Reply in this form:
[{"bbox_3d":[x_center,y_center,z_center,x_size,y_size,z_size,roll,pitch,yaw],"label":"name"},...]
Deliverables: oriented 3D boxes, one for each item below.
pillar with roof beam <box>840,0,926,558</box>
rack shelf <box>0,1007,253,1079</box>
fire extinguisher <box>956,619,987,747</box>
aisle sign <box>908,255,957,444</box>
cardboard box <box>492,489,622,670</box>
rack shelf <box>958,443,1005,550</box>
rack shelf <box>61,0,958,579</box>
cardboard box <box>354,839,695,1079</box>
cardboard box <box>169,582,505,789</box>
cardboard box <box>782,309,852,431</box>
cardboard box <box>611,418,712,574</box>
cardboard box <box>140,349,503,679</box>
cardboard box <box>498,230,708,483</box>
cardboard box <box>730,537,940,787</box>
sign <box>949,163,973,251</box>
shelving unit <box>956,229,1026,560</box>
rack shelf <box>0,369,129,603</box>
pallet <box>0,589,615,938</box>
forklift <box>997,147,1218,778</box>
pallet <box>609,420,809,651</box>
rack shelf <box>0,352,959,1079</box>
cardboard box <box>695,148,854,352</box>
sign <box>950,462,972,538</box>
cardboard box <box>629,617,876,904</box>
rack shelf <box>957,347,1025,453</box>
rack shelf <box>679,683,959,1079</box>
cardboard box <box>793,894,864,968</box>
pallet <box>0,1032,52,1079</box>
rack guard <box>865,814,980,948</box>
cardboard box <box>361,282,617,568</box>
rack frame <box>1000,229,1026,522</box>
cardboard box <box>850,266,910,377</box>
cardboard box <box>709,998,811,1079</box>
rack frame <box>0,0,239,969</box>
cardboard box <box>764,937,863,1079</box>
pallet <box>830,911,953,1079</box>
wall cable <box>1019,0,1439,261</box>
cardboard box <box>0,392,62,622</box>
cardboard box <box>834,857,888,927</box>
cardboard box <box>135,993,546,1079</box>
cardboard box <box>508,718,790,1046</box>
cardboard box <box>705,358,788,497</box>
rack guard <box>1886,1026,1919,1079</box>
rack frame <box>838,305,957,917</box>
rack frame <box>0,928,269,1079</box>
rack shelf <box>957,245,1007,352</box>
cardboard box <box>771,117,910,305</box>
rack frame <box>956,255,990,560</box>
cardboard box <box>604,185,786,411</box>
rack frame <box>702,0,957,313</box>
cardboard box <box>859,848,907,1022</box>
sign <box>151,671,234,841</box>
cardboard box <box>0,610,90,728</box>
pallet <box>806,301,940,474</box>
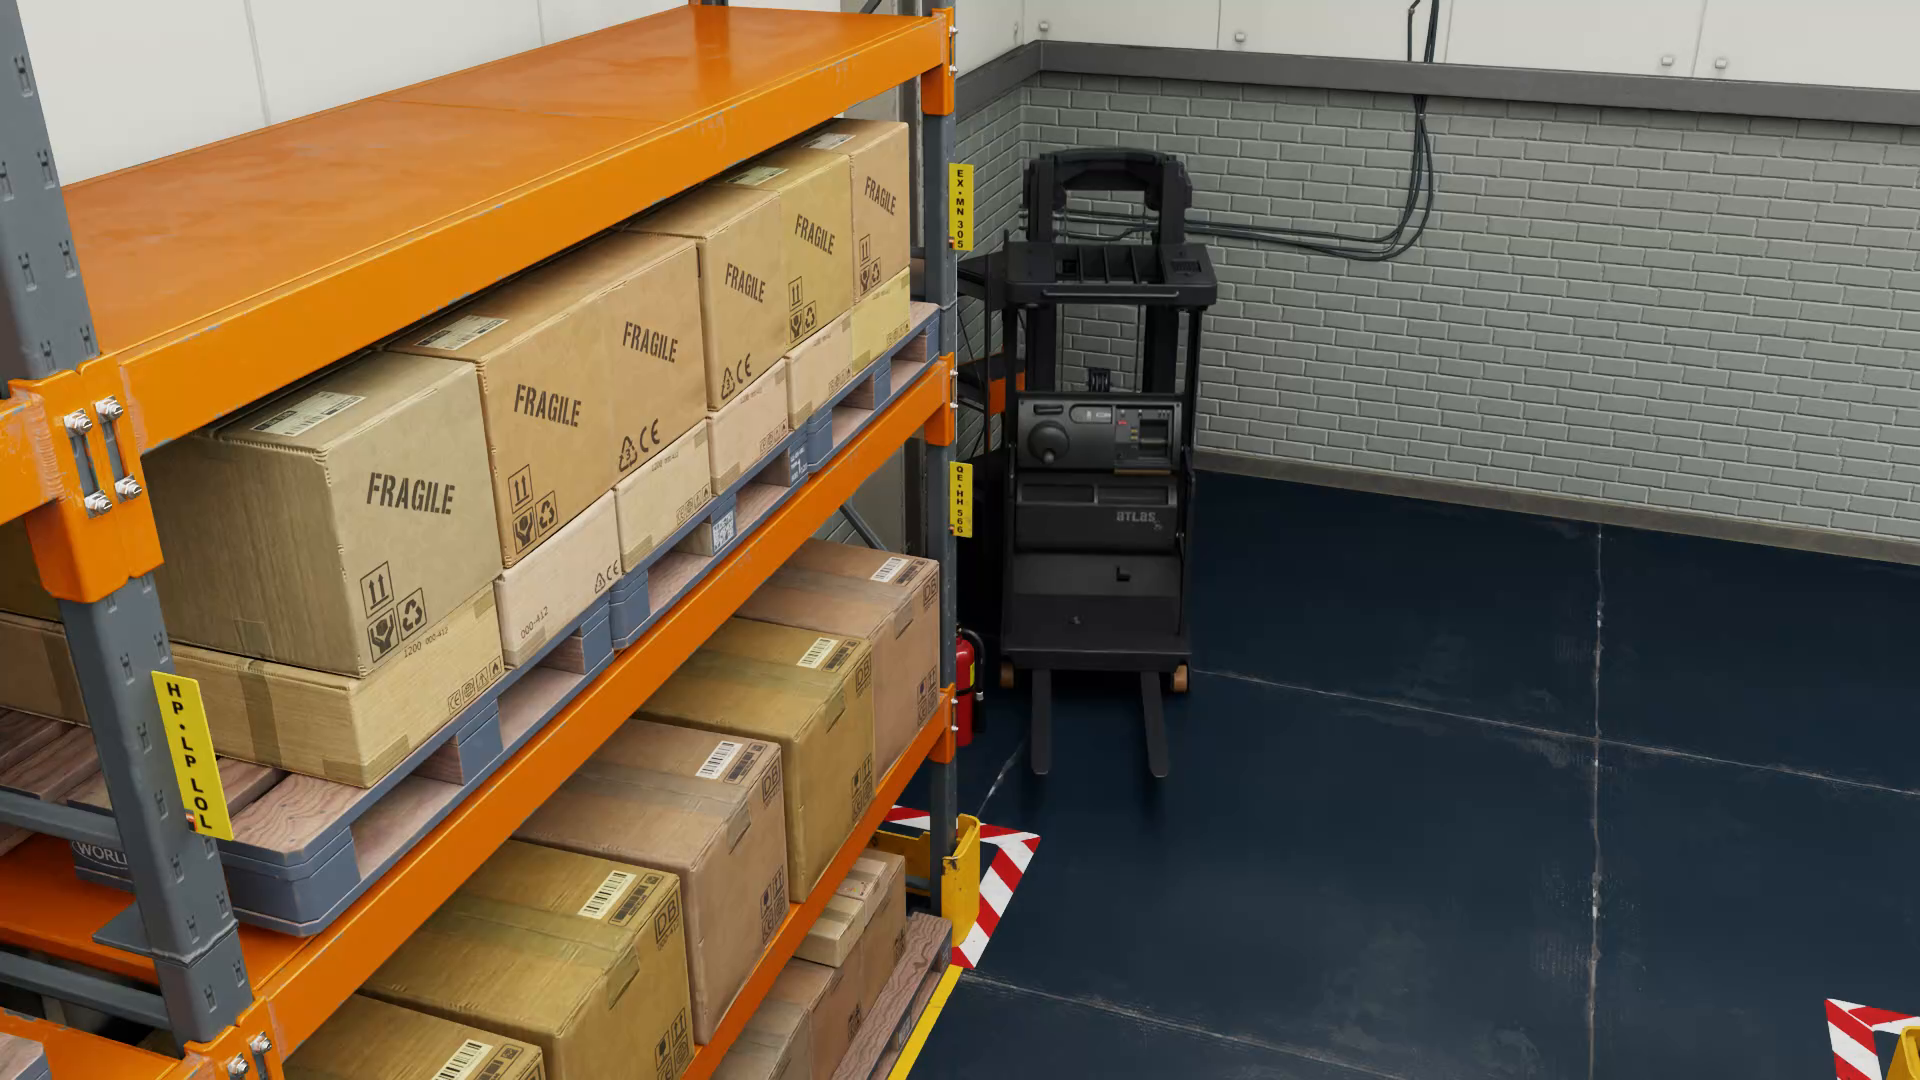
[{"bbox_3d":[3.636,-2.931,7.200,9.100,9.000,0.400,9,27,17],"label":"pillar with roof beam"},{"bbox_3d":[-2.503,1.819,1.657,1.077,0.370,4.000,9,27,17],"label":"rack shelf"},{"bbox_3d":[-0.021,0.588,7.334,0.296,0.674,0.183,9,27,17],"label":"fire extinguisher"},{"bbox_3d":[-0.199,-0.776,6.651,0.394,0.787,0.004,9,27,17],"label":"aisle sign"},{"bbox_3d":[-1.176,0.054,4.053,0.500,0.250,0.500,8,27,16],"label":"cardboard box"},{"bbox_3d":[0.237,-0.304,11.330,0.480,0.518,0.431,-21,33,-36],"label":"rack shelf"},{"bbox_3d":[-1.172,-0.994,4.486,1.077,0.370,4.000,9,27,17],"label":"rack shelf"},{"bbox_3d":[-1.393,1.369,4.860,0.980,0.700,0.700,8,27,16],"label":"cardboard box"},{"bbox_3d":[-1.359,0.262,3.625,0.500,0.250,0.500,9,27,17],"label":"cardboard box"},{"bbox_3d":[-0.672,-0.583,5.369,0.500,0.250,0.500,8,27,15],"label":"cardboard box"},{"bbox_3d":[-1.012,-0.158,4.491,0.500,0.250,0.500,8,27,16],"label":"cardboard box"},{"bbox_3d":[-1.335,-0.083,3.475,0.500,0.500,0.500,8,27,17],"label":"cardboard box"},{"bbox_3d":[-1.011,-0.498,4.334,0.500,0.500,0.500,9,27,18],"label":"cardboard box"},{"bbox_3d":[-0.666,0.456,6.745,0.980,0.700,0.700,10,28,20],"label":"cardboard box"},{"bbox_3d":[0.001,-1.248,6.243,0.100,0.325,0.005,9,27,17],"label":"sign"},{"bbox_3d":[0.237,-0.946,11.019,0.503,2.100,0.431,-21,33,-36],"label":"shelving unit"},{"bbox_3d":[-2.503,0.649,1.091,1.077,0.370,4.000,9,27,17],"label":"rack shelf"},{"bbox_3d":[-1.555,0.379,3.908,1.003,0.211,1.213,9,27,17],"label":"pallet"},{"bbox_3d":[0.788,-0.576,9.301,1.130,2.935,3.031,1,26,2],"label":"forklift"},{"bbox_3d":[-1.147,-0.121,4.940,1.003,0.211,1.213,9,27,17],"label":"pallet"},{"bbox_3d":[-1.172,0.176,5.052,1.077,0.370,4.000,9,27,17],"label":"rack shelf"},{"bbox_3d":[-0.669,-0.930,5.224,0.500,0.500,0.500,10,27,19],"label":"cardboard box"},{"bbox_3d":[0.001,-0.163,6.768,0.100,0.325,0.005,9,27,17],"label":"sign"},{"bbox_3d":[-0.898,0.757,6.124,0.980,0.700,0.700,9,27,17],"label":"cardboard box"},{"bbox_3d":[0.237,-0.934,11.025,0.480,0.518,0.431,-21,33,-36],"label":"rack shelf"},{"bbox_3d":[-1.172,1.526,5.706,1.077,0.370,4.000,9,27,17],"label":"rack shelf"},{"bbox_3d":[-0.600,1.511,6.554,0.380,0.149,0.250,9,27,19],"label":"cardboard box"},{"bbox_3d":[-2.096,1.144,2.447,0.805,0.209,1.217,8,27,15],"label":"pallet"},{"bbox_3d":[-0.498,1.495,7.812,1.175,0.500,0.348,9,27,17],"label":"rack guard"},{"bbox_3d":[-1.170,-0.295,3.913,0.500,0.500,0.500,8,27,16],"label":"cardboard box"},{"bbox_3d":[0.422,-1.016,11.162,0.015,2.100,0.400,-21,33,-36],"label":"rack frame"},{"bbox_3d":[-0.499,-0.797,5.811,0.500,0.250,0.500,10,27,19],"label":"cardboard box"},{"bbox_3d":[-0.978,2.031,6.224,0.700,0.500,0.500,8,27,16],"label":"cardboard box"},{"bbox_3d":[-1.837,-0.676,2.544,1.000,3.000,0.127,9,27,17],"label":"rack frame"},{"bbox_3d":[-0.811,1.824,6.651,0.700,0.500,0.500,9,27,17],"label":"cardboard box"},{"bbox_3d":[-0.698,1.975,7.152,1.003,0.211,1.213,9,27,17],"label":"pallet"},{"bbox_3d":[1.713,-3.195,11.309,3.097,2.526,0.112,9,27,17],"label":"wall cable"},{"bbox_3d":[-1.825,-0.151,3.616,0.500,0.500,0.500,9,27,17],"label":"cardboard box"},{"bbox_3d":[-0.516,1.406,6.771,0.380,0.149,0.250,8,27,17],"label":"cardboard box"},{"bbox_3d":[-1.641,1.668,4.242,0.980,0.700,0.700,9,27,18],"label":"cardboard box"},{"bbox_3d":[-1.160,1.069,5.480,0.980,0.700,0.700,7,27,15],"label":"cardboard box"},{"bbox_3d":[-0.840,-0.368,4.926,0.500,0.250,0.500,8,27,16],"label":"cardboard box"},{"bbox_3d":[4.141,2.253,6.246,1.175,0.500,0.348,9,27,17],"label":"rack guard"},{"bbox_3d":[-0.506,0.380,7.246,1.000,3.000,0.127,9,27,17],"label":"rack frame"},{"bbox_3d":[-1.837,2.024,3.851,1.000,3.000,0.127,9,27,17],"label":"rack frame"},{"bbox_3d":[0.237,-1.564,10.720,0.480,0.518,0.431,-21,33,-36],"label":"rack shelf"},{"bbox_3d":[-0.492,-1.134,5.646,0.500,0.500,0.500,9,27,17],"label":"cardboard box"},{"bbox_3d":[0.052,-0.877,10.876,0.015,2.100,0.400,-21,33,-36],"label":"rack frame"},{"bbox_3d":[-0.835,-0.714,4.779,0.500,0.500,0.500,8,27,15],"label":"cardboard box"},{"bbox_3d":[-0.506,-2.320,5.939,1.000,3.000,0.127,9,27,17],"label":"rack frame"},{"bbox_3d":[-0.645,1.618,7.076,0.700,0.500,0.500,9,27,17],"label":"cardboard box"},{"bbox_3d":[-1.322,0.374,2.862,0.100,0.325,0.005,9,27,17],"label":"sign"},{"bbox_3d":[-1.831,0.192,3.768,0.500,0.250,0.500,9,27,18],"label":"cardboard box"},{"bbox_3d":[-0.743,-0.624,5.979,1.003,0.211,1.213,9,27,17],"label":"pallet"}]
